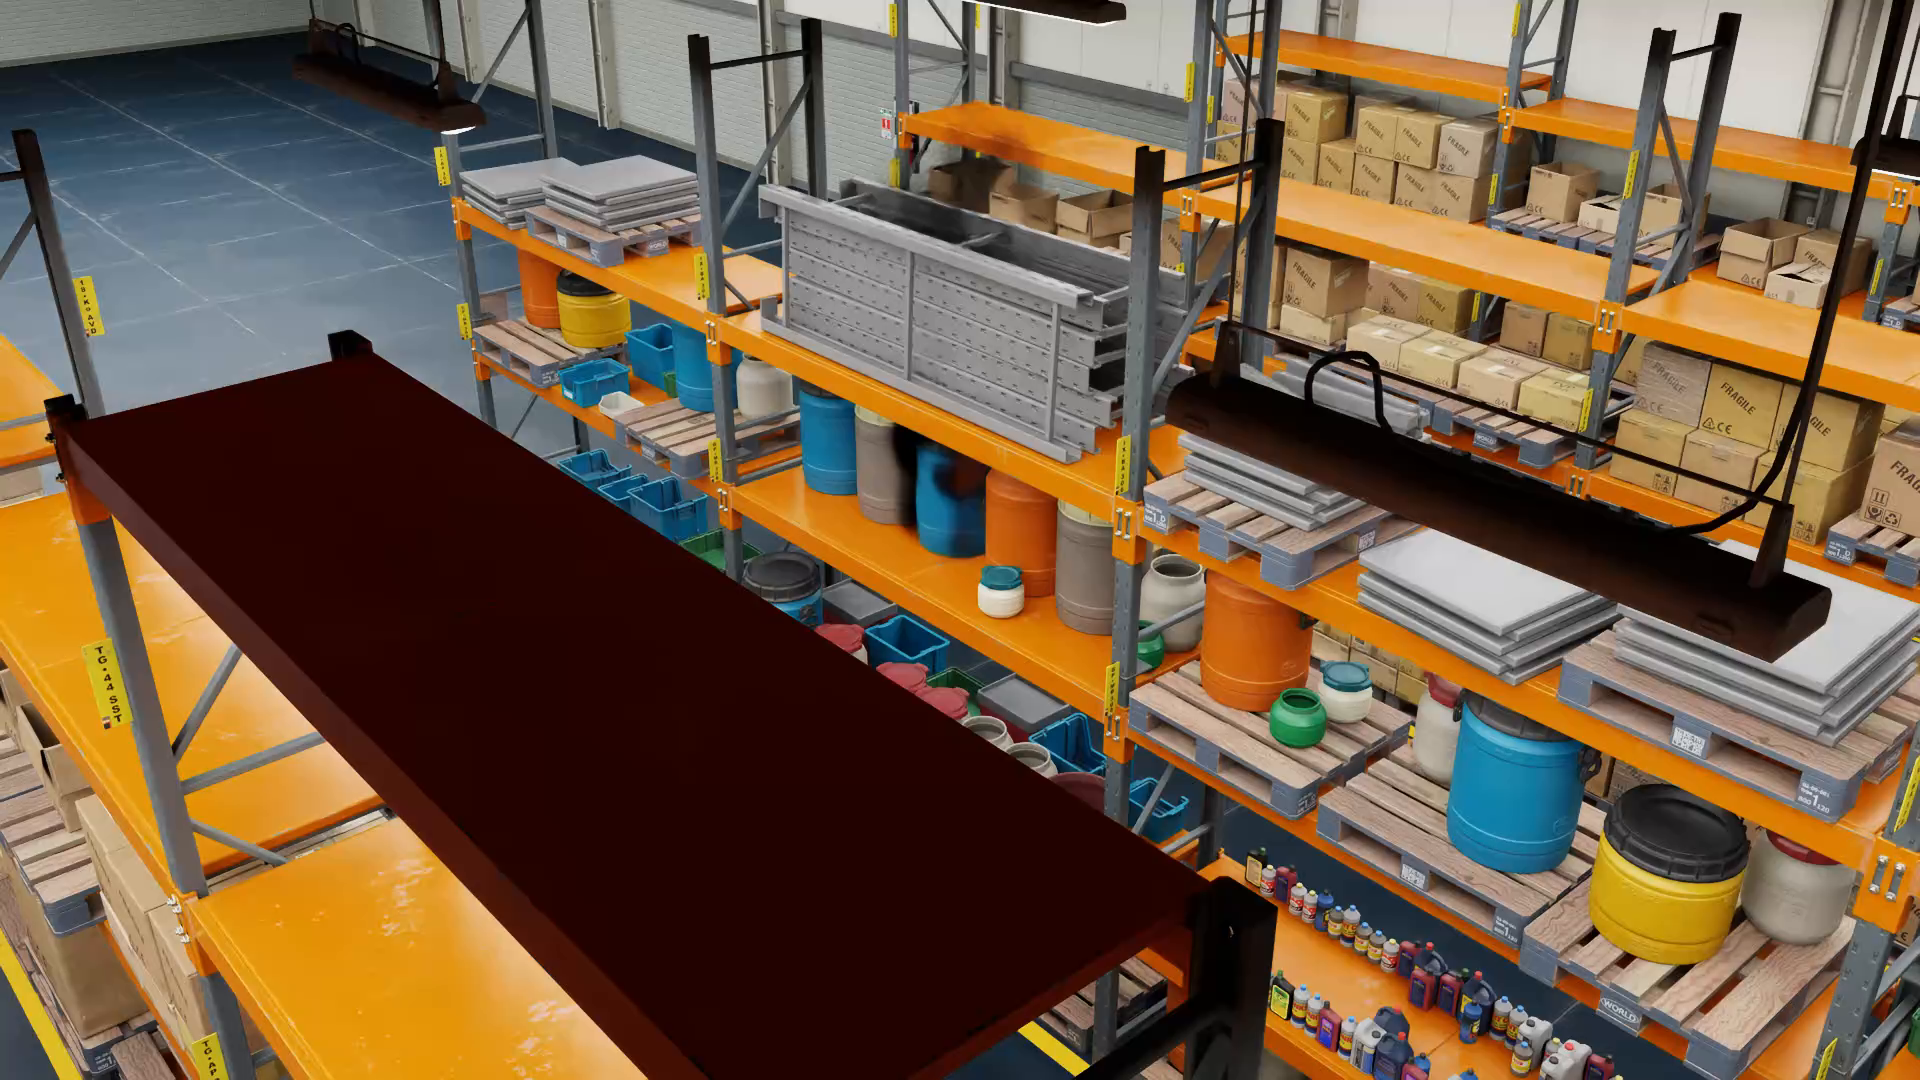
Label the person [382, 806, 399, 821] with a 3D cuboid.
[{"bbox_3d":[-4.228,1.606,12.512,1.035,1.794,0.697,17,31,30],"label":"person"}]
